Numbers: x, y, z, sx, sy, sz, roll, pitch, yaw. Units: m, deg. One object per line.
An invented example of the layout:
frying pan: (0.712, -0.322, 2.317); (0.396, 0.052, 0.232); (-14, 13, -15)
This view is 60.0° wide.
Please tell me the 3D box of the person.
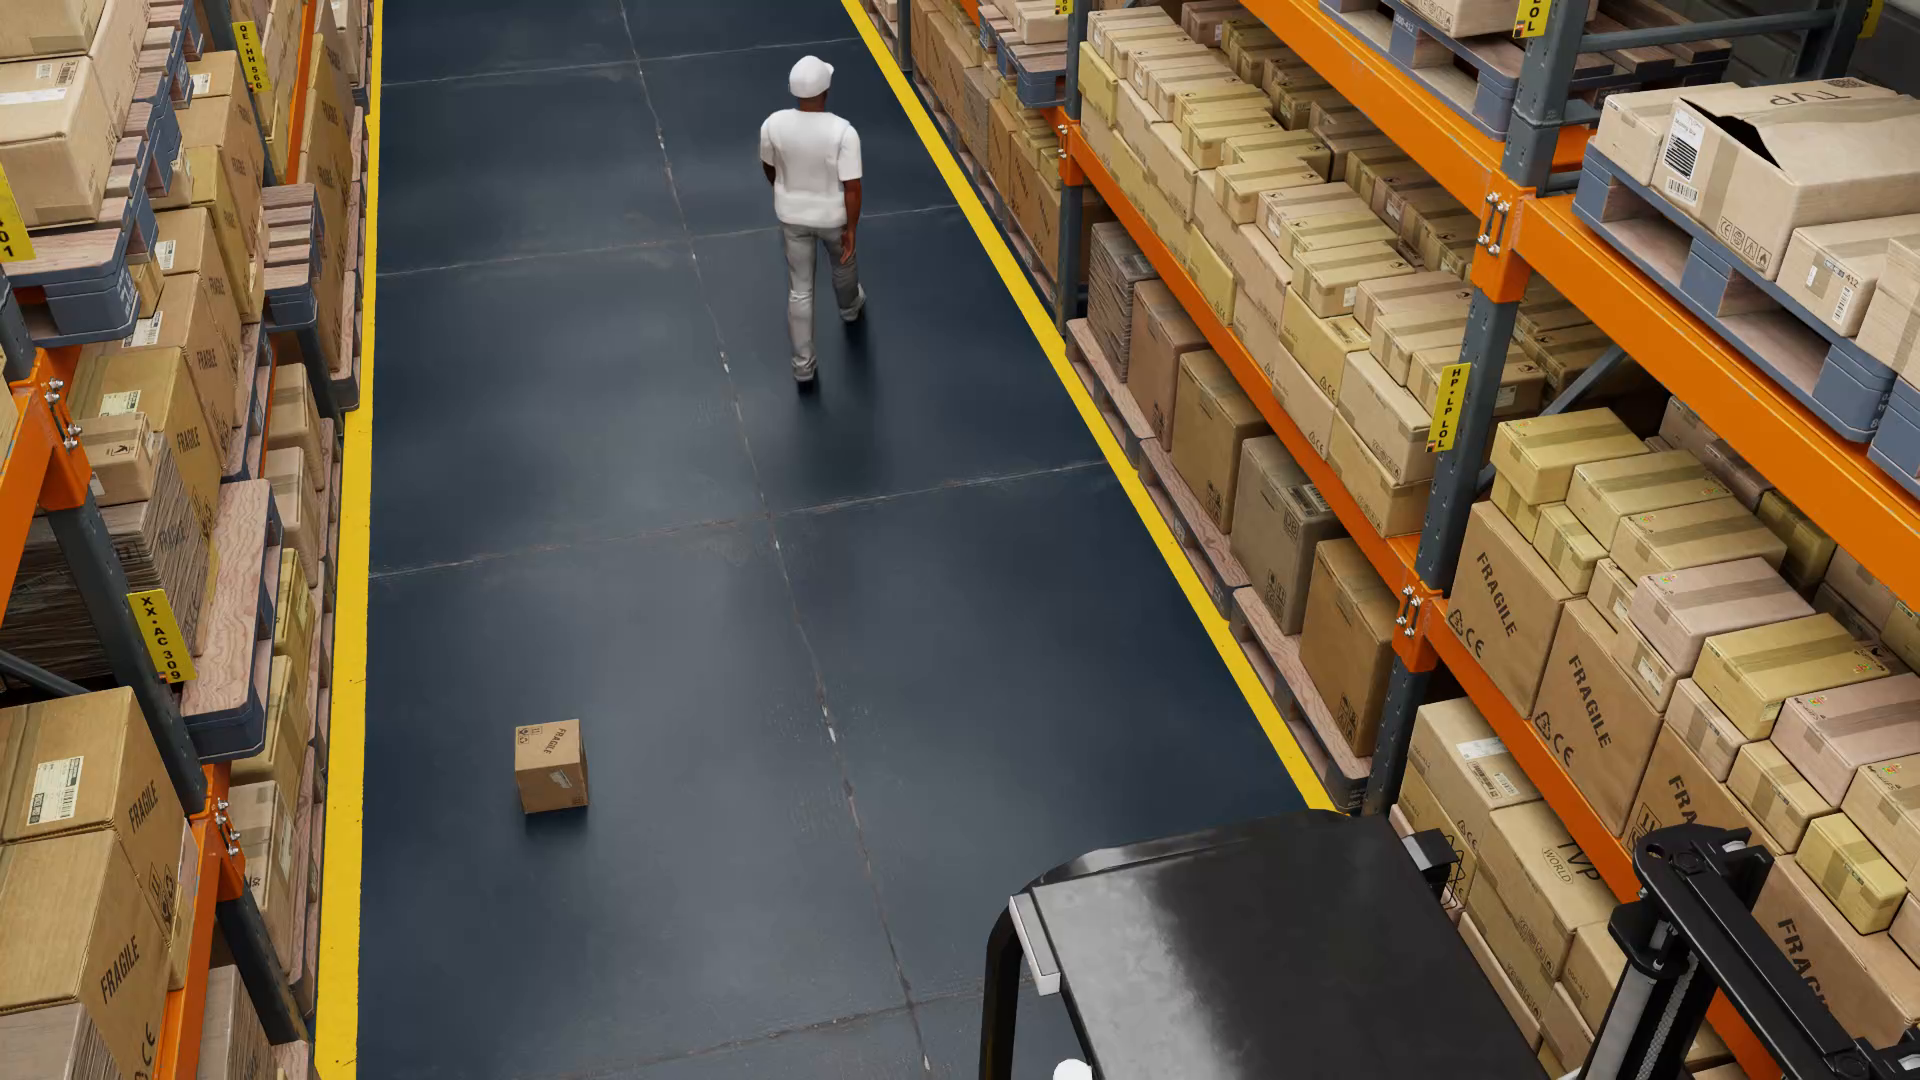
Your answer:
person: (-0.767, -1.807, 8.941); (0.563, 1.712, 1.049); (3, 38, 4)
